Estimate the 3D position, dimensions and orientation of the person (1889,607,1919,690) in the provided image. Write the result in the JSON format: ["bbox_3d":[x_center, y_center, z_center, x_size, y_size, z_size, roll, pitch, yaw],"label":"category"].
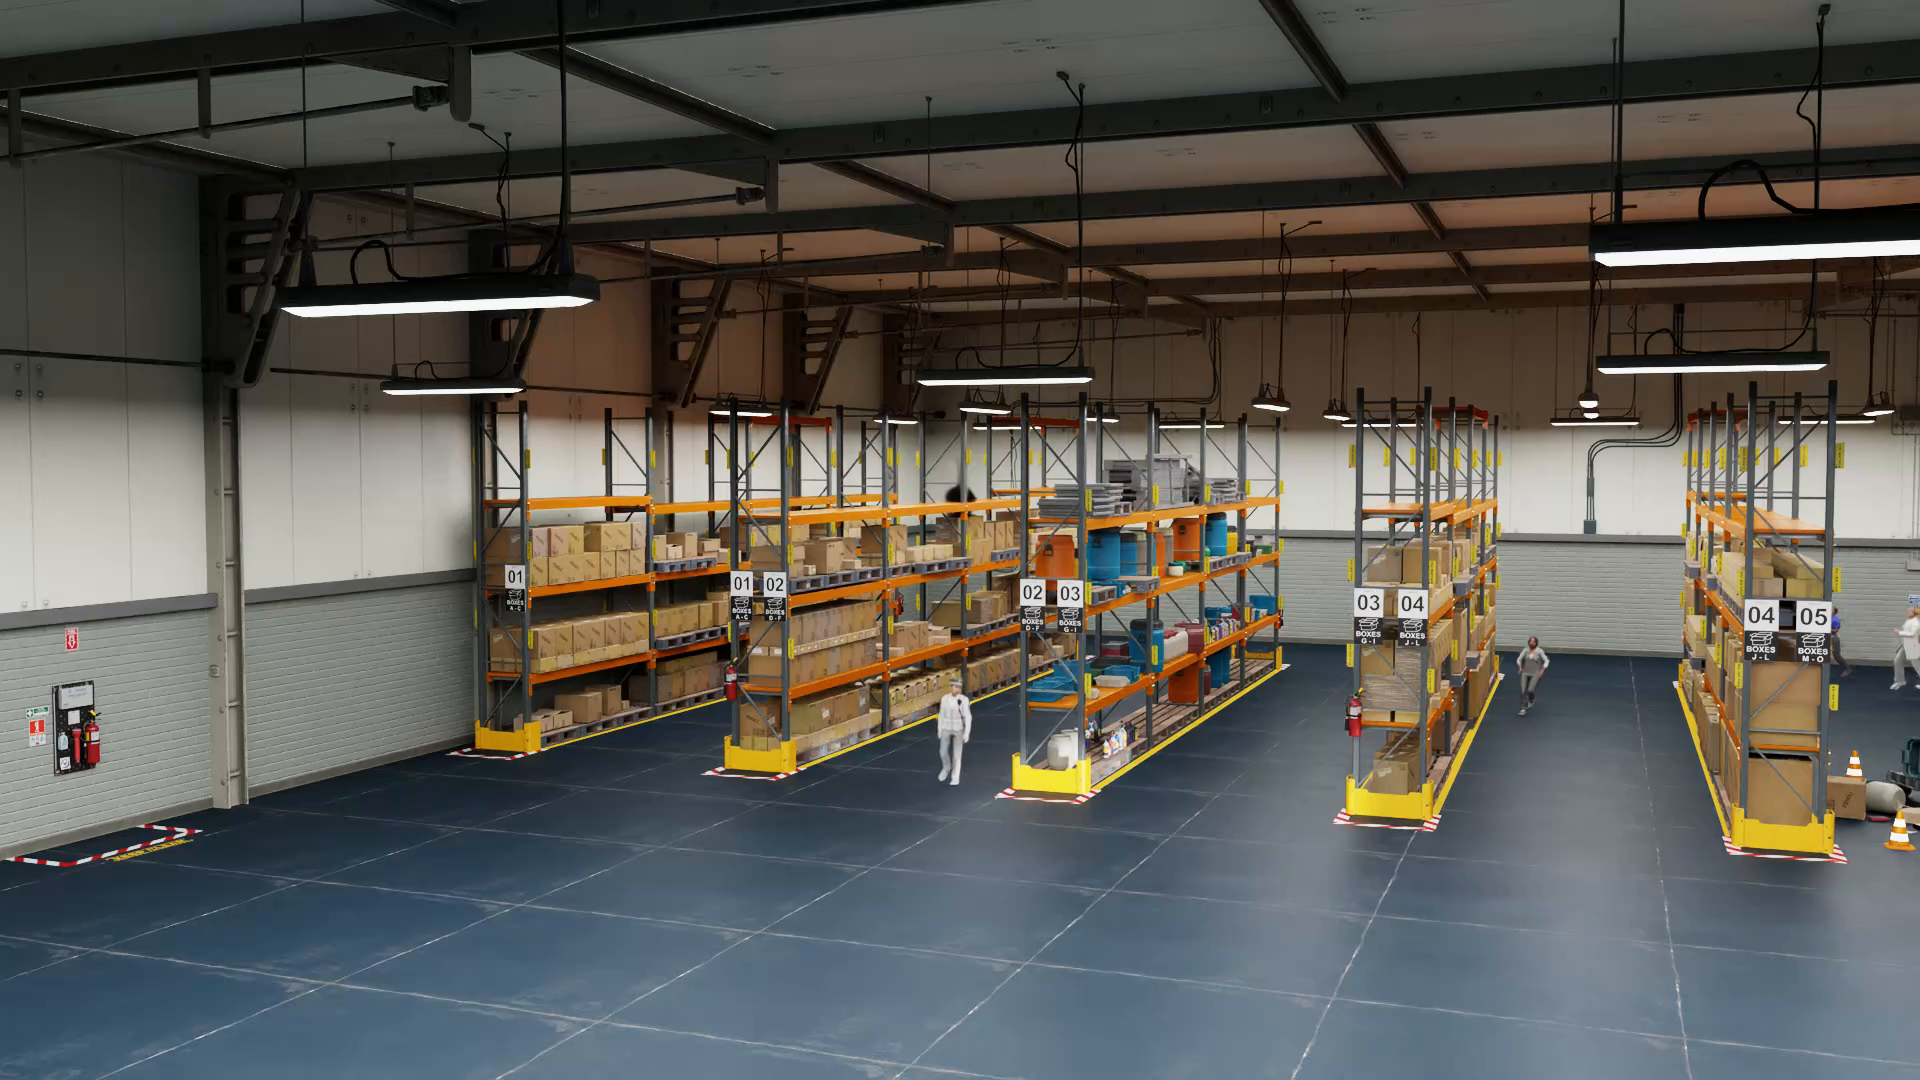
[{"bbox_3d":[20.562,2.362,35.941,0.833,1.848,0.684,1,3,13],"label":"person"}]

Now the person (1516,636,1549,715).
[{"bbox_3d":[11.142,2.652,32.439,0.590,1.559,0.509,2,3,32],"label":"person"}]

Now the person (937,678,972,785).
[{"bbox_3d":[-0.089,2.917,25.429,0.558,1.651,0.462,0,3,9],"label":"person"}]

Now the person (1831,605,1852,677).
[{"bbox_3d":[19.817,2.366,37.805,0.901,1.577,0.564,0,3,-8],"label":"person"}]
